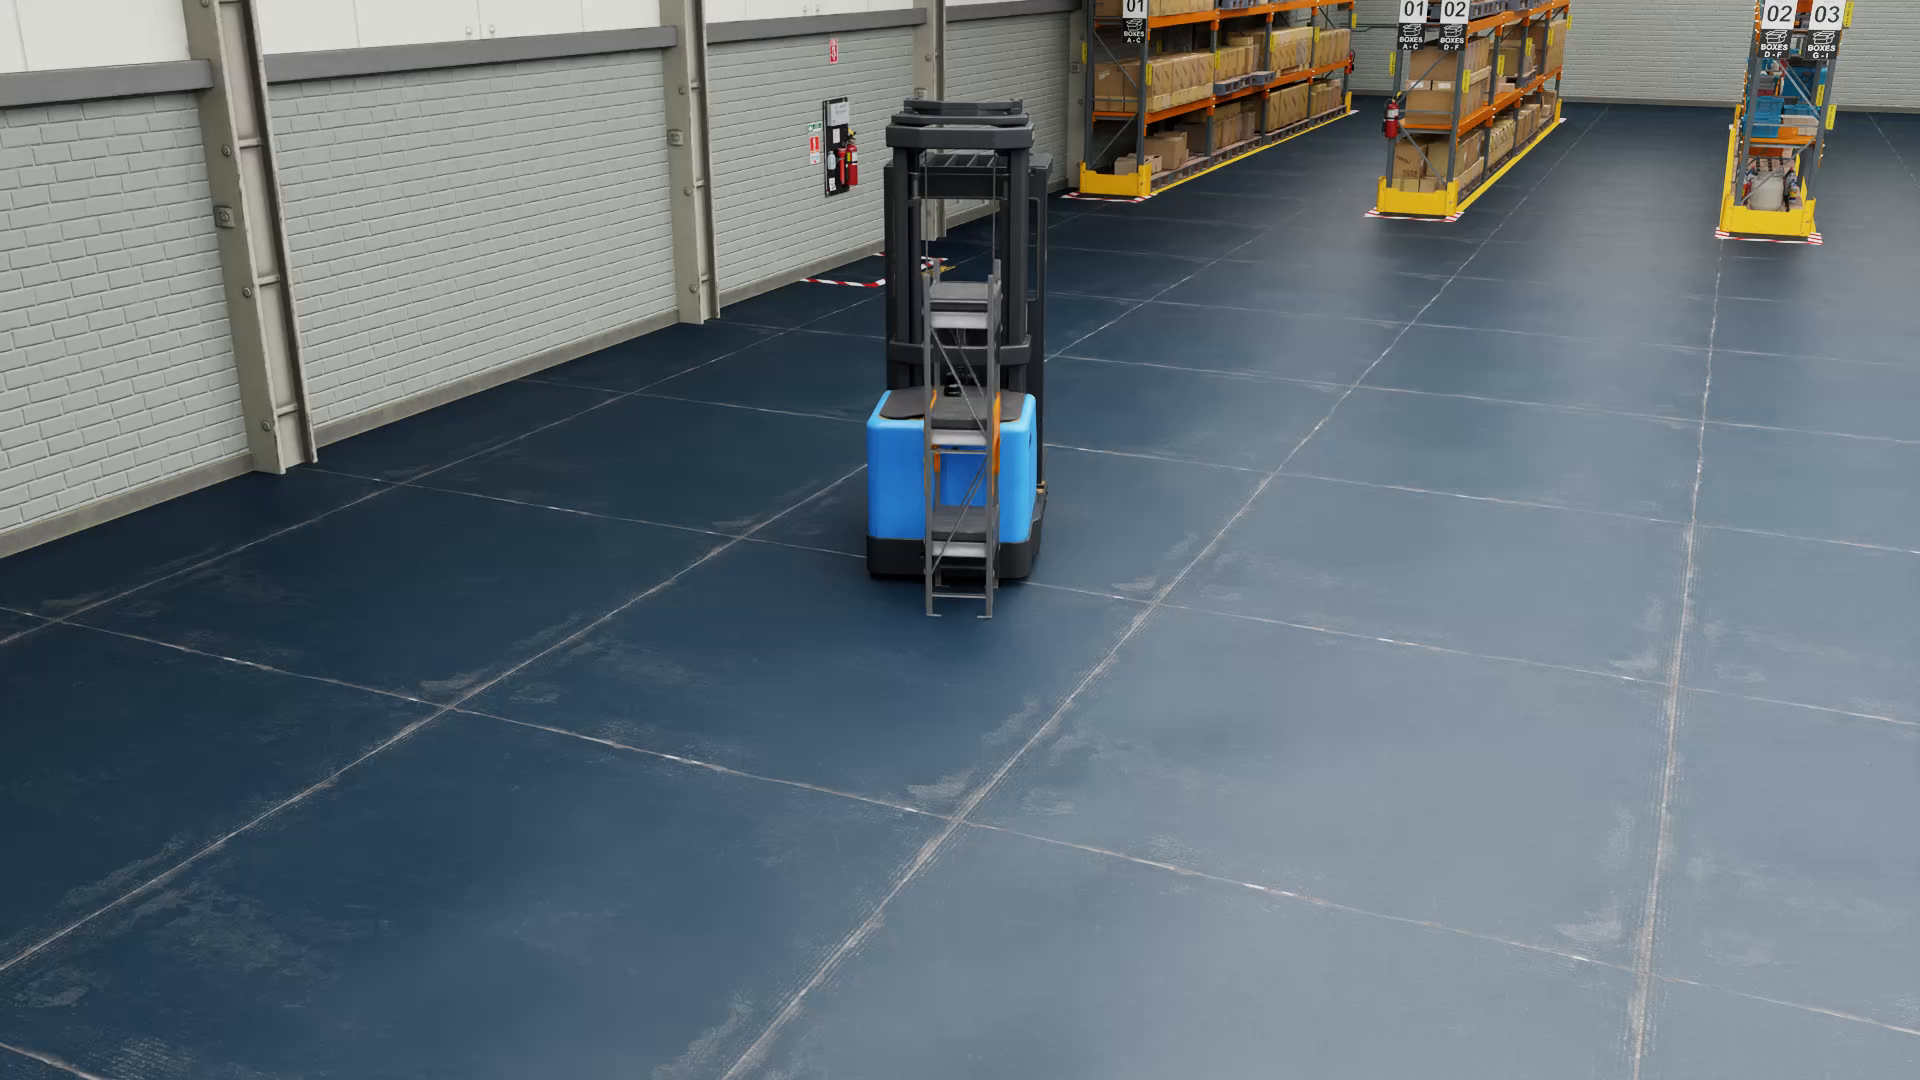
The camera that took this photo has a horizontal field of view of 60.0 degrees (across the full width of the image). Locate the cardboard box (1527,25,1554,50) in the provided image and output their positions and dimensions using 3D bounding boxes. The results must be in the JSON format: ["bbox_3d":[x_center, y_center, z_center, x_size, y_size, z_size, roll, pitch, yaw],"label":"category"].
[{"bbox_3d":[12.429,-10.787,35.682,0.500,0.500,0.500,9,22,24],"label":"cardboard box"}]

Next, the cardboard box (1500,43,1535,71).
[{"bbox_3d":[11.312,-9.860,33.940,0.700,0.500,0.500,3,20,9],"label":"cardboard box"}]

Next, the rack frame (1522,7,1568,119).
[{"bbox_3d":[13.617,-11.386,39.008,1.000,3.000,0.127,9,21,23],"label":"rack frame"}]

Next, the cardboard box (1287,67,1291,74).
[{"bbox_3d":[6.899,-10.129,35.818,0.380,0.149,0.250,9,22,24],"label":"cardboard box"}]

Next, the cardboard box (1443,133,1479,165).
[{"bbox_3d":[8.296,-6.497,27.618,0.500,0.500,0.500,9,21,23],"label":"cardboard box"}]

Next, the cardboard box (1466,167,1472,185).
[{"bbox_3d":[8.103,-5.989,27.309,0.500,0.250,0.500,9,21,23],"label":"cardboard box"}]

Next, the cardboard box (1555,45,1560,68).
[{"bbox_3d":[13.263,-10.948,37.627,0.500,0.500,0.500,9,21,23],"label":"cardboard box"}]

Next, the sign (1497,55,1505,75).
[{"bbox_3d":[9.210,-8.087,28.322,0.100,0.325,0.005,9,21,23],"label":"sign"}]

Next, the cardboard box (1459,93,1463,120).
[{"bbox_3d":[7.479,-6.844,26.088,0.700,0.500,0.500,9,22,24],"label":"cardboard box"}]

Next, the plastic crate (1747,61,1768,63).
[{"bbox_3d":[17.071,-10.130,35.637,0.416,0.233,0.300,9,21,23],"label":"plastic crate"}]

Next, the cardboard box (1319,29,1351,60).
[{"bbox_3d":[8.897,-12.049,40.423,0.980,0.700,0.700,10,22,25],"label":"cardboard box"}]

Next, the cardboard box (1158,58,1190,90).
[{"bbox_3d":[3.643,-8.036,28.664,0.500,0.500,0.500,9,22,24],"label":"cardboard box"}]

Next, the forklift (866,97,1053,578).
[{"bbox_3d":[0.062,-1.588,11.561,1.130,2.935,3.031,2,20,5],"label":"forklift"}]

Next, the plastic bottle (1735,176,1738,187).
[{"bbox_3d":[12.329,-5.672,26.338,0.061,0.283,0.133,10,22,25],"label":"plastic bottle"}]

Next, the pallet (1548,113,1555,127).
[{"bbox_3d":[13.260,-9.805,38.724,1.003,0.211,1.213,9,21,23],"label":"pallet"}]

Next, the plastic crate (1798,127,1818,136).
[{"bbox_3d":[12.243,-5.919,24.030,0.298,0.136,0.250,9,21,23],"label":"plastic crate"}]

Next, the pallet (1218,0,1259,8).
[{"bbox_3d":[4.954,-10.213,31.512,1.213,0.211,1.003,9,21,23],"label":"pallet"}]

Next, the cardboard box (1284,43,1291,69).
[{"bbox_3d":[6.680,-10.239,35.161,0.500,0.500,0.500,8,21,22],"label":"cardboard box"}]

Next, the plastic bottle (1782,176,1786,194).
[{"bbox_3d":[12.841,-5.536,25.955,0.061,0.283,0.133,9,21,23],"label":"plastic bottle"}]

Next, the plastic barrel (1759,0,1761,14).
[{"bbox_3d":[13.766,-9.271,27.837,0.600,0.901,0.708,9,21,23],"label":"plastic barrel"}]

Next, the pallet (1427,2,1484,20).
[{"bbox_3d":[7.378,-8.079,25.365,1.003,0.211,1.213,9,21,23],"label":"pallet"}]

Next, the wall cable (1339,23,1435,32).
[{"bbox_3d":[11.738,-15.108,45.155,3.097,2.526,0.112,9,21,23],"label":"wall cable"}]

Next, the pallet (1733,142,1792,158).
[{"bbox_3d":[15.644,-7.564,32.423,1.003,0.211,1.213,9,21,23],"label":"pallet"}]

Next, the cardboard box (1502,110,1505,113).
[{"bbox_3d":[10.931,-8.607,34.269,0.500,0.500,0.500,8,21,21],"label":"cardboard box"}]

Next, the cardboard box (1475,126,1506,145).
[{"bbox_3d":[9.728,-7.446,30.571,0.500,0.311,0.500,9,22,24],"label":"cardboard box"}]

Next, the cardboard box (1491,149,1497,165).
[{"bbox_3d":[9.305,-6.865,29.773,0.500,0.250,0.500,9,22,24],"label":"cardboard box"}]

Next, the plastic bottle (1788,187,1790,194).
[{"bbox_3d":[12.831,-5.380,25.640,0.097,0.201,0.097,0,20,0],"label":"plastic bottle"}]

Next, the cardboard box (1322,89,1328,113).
[{"bbox_3d":[8.279,-10.386,39.300,0.700,0.500,0.500,9,22,24],"label":"cardboard box"}]

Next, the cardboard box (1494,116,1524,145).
[{"bbox_3d":[10.788,-8.070,32.757,0.500,0.500,0.500,10,22,25],"label":"cardboard box"}]

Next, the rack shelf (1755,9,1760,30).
[{"bbox_3d":[14.040,-8.723,28.116,1.077,0.370,4.000,9,21,23],"label":"rack shelf"}]

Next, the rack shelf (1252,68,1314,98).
[{"bbox_3d":[6.639,-9.891,35.879,1.077,0.370,4.000,9,21,23],"label":"rack shelf"}]

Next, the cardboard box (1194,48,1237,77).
[{"bbox_3d":[4.898,-9.177,31.991,0.700,0.500,0.500,12,23,30],"label":"cardboard box"}]

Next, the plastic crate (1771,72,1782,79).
[{"bbox_3d":[16.818,-9.509,34.034,0.396,0.136,0.243,9,21,23],"label":"plastic crate"}]

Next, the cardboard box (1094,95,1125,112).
[{"bbox_3d":[2.559,-7.282,27.661,0.500,0.250,0.500,9,21,23],"label":"cardboard box"}]

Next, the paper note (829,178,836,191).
[{"bbox_3d":[-1.597,-4.462,20.853,0.016,0.148,0.142,9,21,23],"label":"paper note"}]

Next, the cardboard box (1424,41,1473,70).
[{"bbox_3d":[7.706,-7.626,26.350,0.700,0.500,0.500,9,21,23],"label":"cardboard box"}]

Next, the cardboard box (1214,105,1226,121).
[{"bbox_3d":[4.855,-8.301,32.288,0.500,0.250,0.500,8,21,21],"label":"cardboard box"}]

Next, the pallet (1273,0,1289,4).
[{"bbox_3d":[6.036,-11.147,34.142,1.213,0.211,1.003,10,22,25],"label":"pallet"}]

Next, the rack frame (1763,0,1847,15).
[{"bbox_3d":[11.583,-8.641,22.335,1.000,3.000,0.127,9,21,23],"label":"rack frame"}]

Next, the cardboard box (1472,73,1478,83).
[{"bbox_3d":[8.160,-7.488,26.931,0.380,0.149,0.250,9,22,24],"label":"cardboard box"}]

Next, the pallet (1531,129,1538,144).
[{"bbox_3d":[11.680,-8.595,35.323,1.003,0.211,1.213,9,21,23],"label":"pallet"}]

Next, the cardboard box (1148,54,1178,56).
[{"bbox_3d":[3.584,-8.416,29.731,0.500,0.500,0.500,8,21,22],"label":"cardboard box"}]

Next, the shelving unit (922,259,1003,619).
[{"bbox_3d":[0.018,-0.597,10.012,0.431,2.100,0.503,2,20,5],"label":"shelving unit"}]

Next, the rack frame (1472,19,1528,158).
[{"bbox_3d":[10.341,-8.940,32.131,1.000,3.000,0.127,9,21,23],"label":"rack frame"}]

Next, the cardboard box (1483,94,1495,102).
[{"bbox_3d":[9.252,-7.842,29.418,0.380,0.149,0.250,9,21,23],"label":"cardboard box"}]

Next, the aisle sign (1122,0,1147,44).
[{"bbox_3d":[2.789,-8.335,26.550,0.394,0.787,0.004,9,21,23],"label":"aisle sign"}]

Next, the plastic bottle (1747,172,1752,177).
[{"bbox_3d":[12.562,-5.708,26.457,0.097,0.271,0.097,0,20,0],"label":"plastic bottle"}]

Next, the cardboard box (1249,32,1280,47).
[{"bbox_3d":[6.253,-10.281,34.159,0.500,0.250,0.500,9,22,24],"label":"cardboard box"}]

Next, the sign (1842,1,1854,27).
[{"bbox_3d":[12.083,-7.155,22.620,0.100,0.325,0.005,9,21,23],"label":"sign"}]

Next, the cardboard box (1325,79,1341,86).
[{"bbox_3d":[9.014,-11.098,40.335,0.380,0.149,0.250,8,21,22],"label":"cardboard box"}]

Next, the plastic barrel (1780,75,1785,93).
[{"bbox_3d":[14.113,-7.587,28.124,0.433,0.535,0.433,0,20,0],"label":"plastic barrel"}]

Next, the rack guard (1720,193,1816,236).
[{"bbox_3d":[11.571,-4.666,23.843,1.175,0.500,0.348,9,21,23],"label":"rack guard"}]

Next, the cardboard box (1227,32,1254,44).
[{"bbox_3d":[5.769,-10.343,34.334,0.500,0.250,0.500,9,22,24],"label":"cardboard box"}]

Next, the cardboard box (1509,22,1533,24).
[{"bbox_3d":[12.364,-11.182,36.794,0.500,0.500,0.500,9,21,23],"label":"cardboard box"}]
